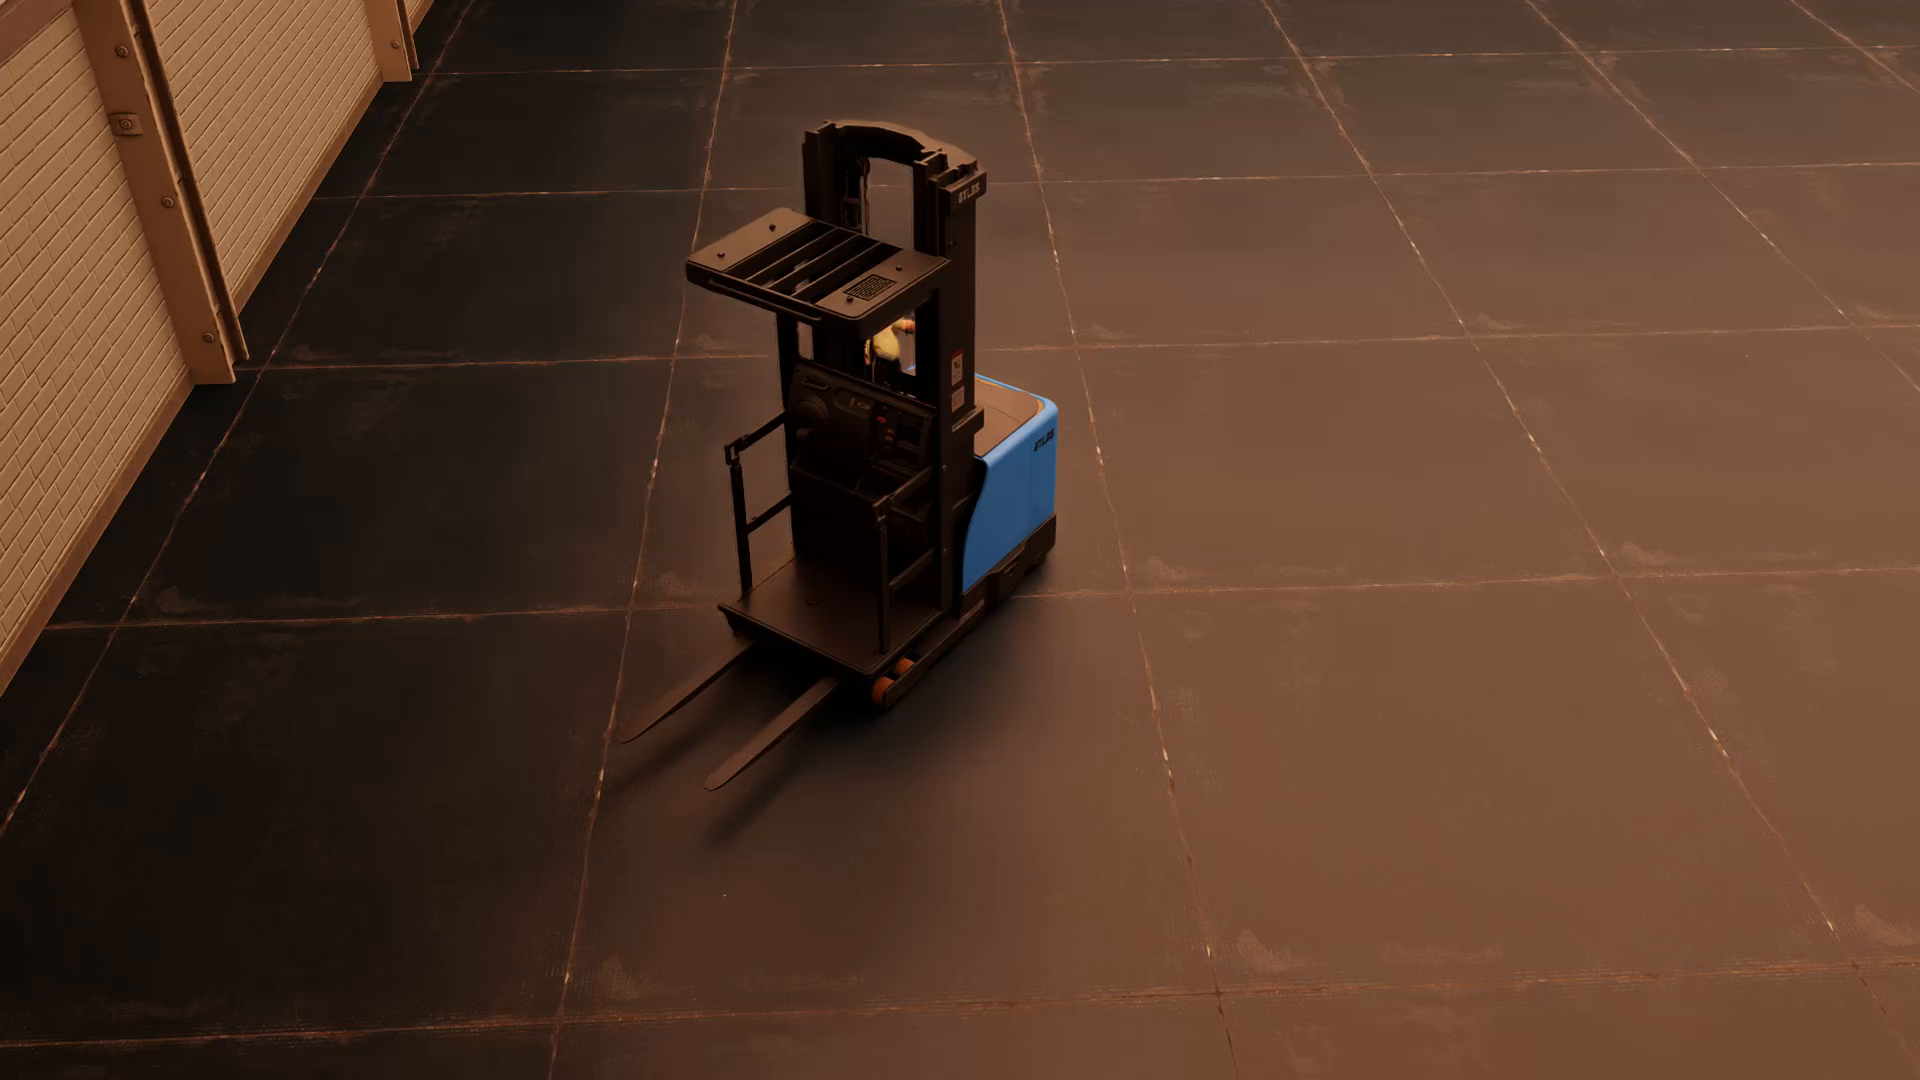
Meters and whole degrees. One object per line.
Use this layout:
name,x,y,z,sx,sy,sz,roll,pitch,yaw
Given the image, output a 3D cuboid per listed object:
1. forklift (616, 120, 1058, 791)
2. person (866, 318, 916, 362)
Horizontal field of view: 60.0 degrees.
forklift,-0.662,-0.581,8.808,1.130,2.935,3.031,22,42,28
person,-0.270,-0.930,10.559,0.836,1.428,0.872,2,36,3
